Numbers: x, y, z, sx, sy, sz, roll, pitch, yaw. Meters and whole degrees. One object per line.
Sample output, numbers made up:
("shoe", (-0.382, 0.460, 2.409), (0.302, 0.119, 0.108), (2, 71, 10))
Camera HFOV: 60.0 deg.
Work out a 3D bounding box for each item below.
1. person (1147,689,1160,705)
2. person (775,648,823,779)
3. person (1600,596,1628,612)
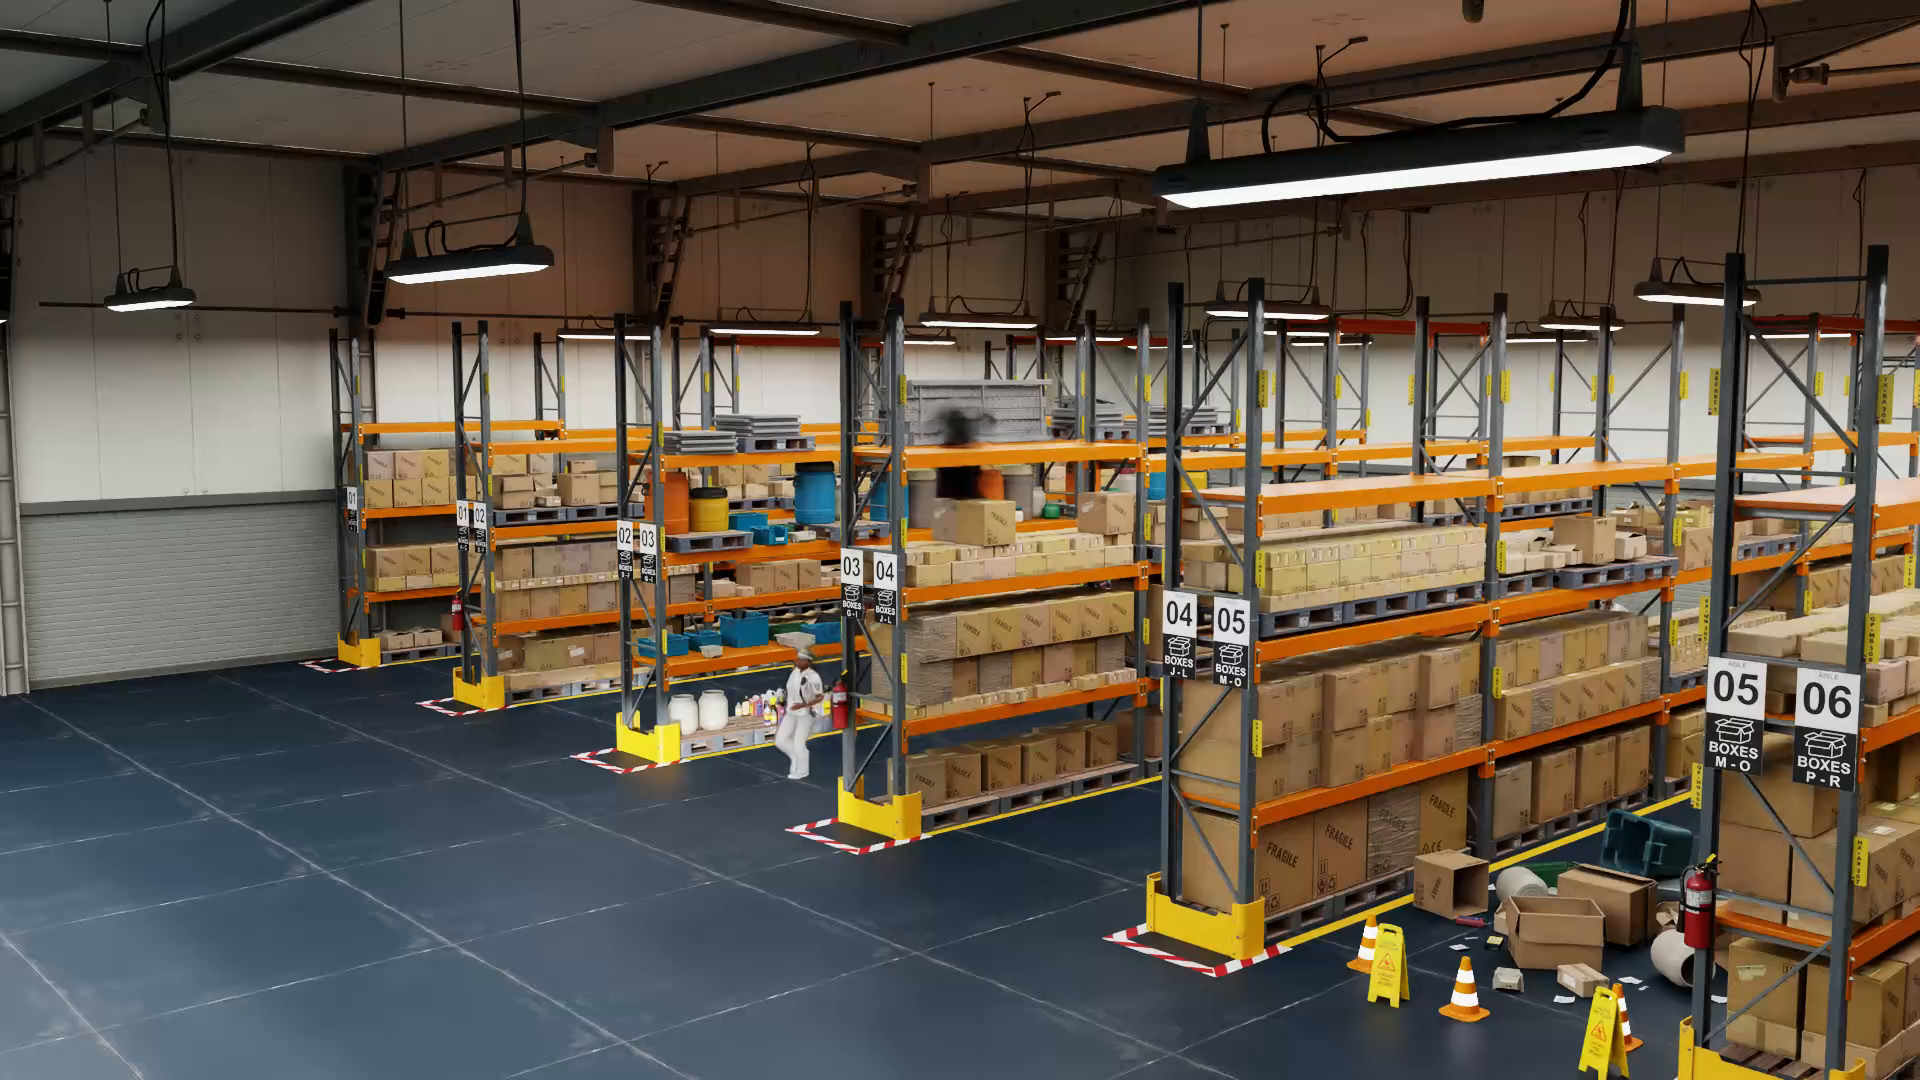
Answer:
("person", (2.919, 1.876, 24.453), (0.808, 1.849, 0.645), (-5, 8, -44))
("person", (-1.941, 2.108, 20.145), (0.582, 1.647, 0.509), (4, 7, 33))
("person", (10.460, 1.646, 26.845), (0.682, 1.802, 0.629), (4, 7, 38))
